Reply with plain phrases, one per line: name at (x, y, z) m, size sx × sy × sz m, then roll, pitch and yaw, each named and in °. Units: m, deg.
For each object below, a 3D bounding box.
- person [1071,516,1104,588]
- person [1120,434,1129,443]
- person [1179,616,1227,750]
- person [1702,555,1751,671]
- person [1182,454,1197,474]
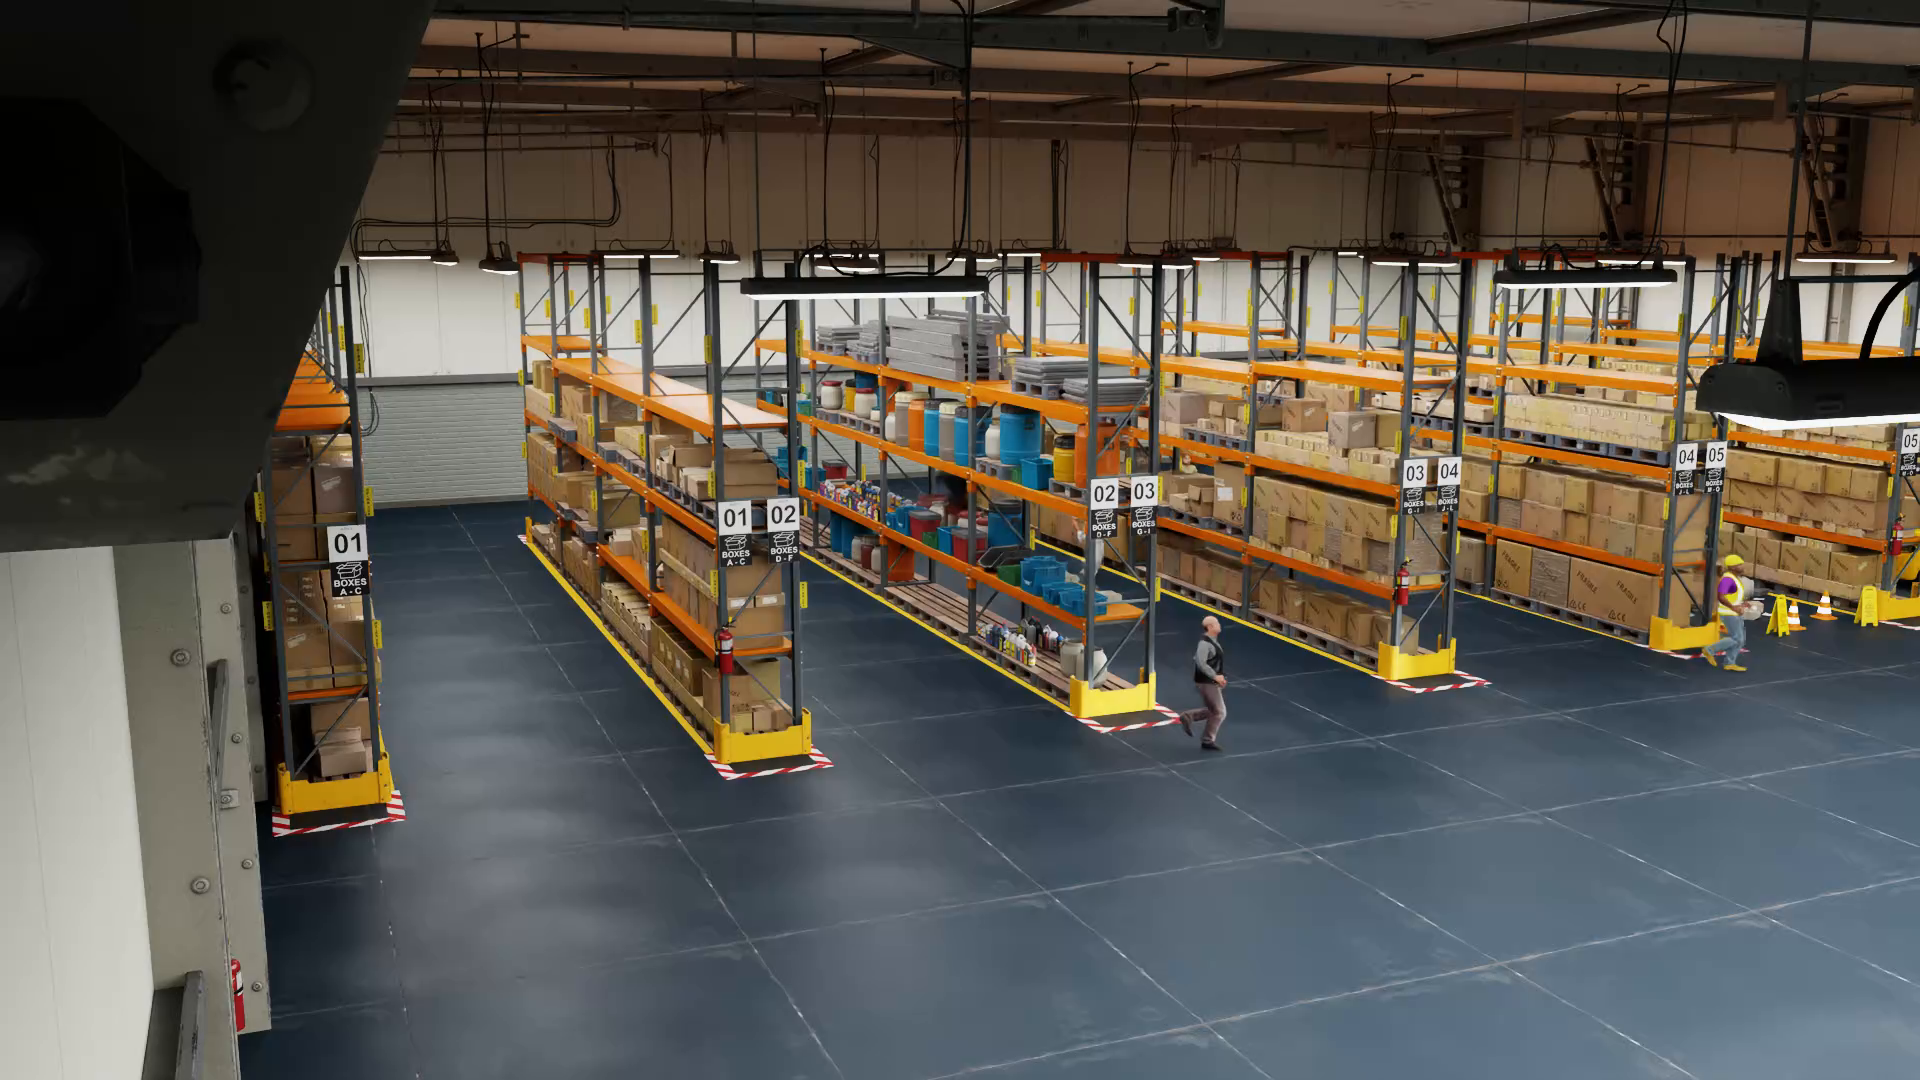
person at (2.327, -0.011, 28.623) m, size 0.656 × 1.752 × 0.559 m, roll -7°, pitch 13°, yaw -34°
person at (3.822, -1.651, 39.305) m, size 0.712 × 1.760 × 0.715 m, roll 0°, pitch 10°, yaw 2°
person at (3.038, 1.769, 20.763) m, size 0.610 × 1.687 × 0.693 m, roll 2°, pitch 11°, yaw 13°
person at (11.284, 1.068, 24.421) m, size 0.615 × 1.731 × 0.732 m, roll 6°, pitch 12°, yaw 30°
person at (4.967, -1.074, 36.419) m, size 0.580 × 1.635 × 0.547 m, roll -3°, pitch 11°, yaw -13°
